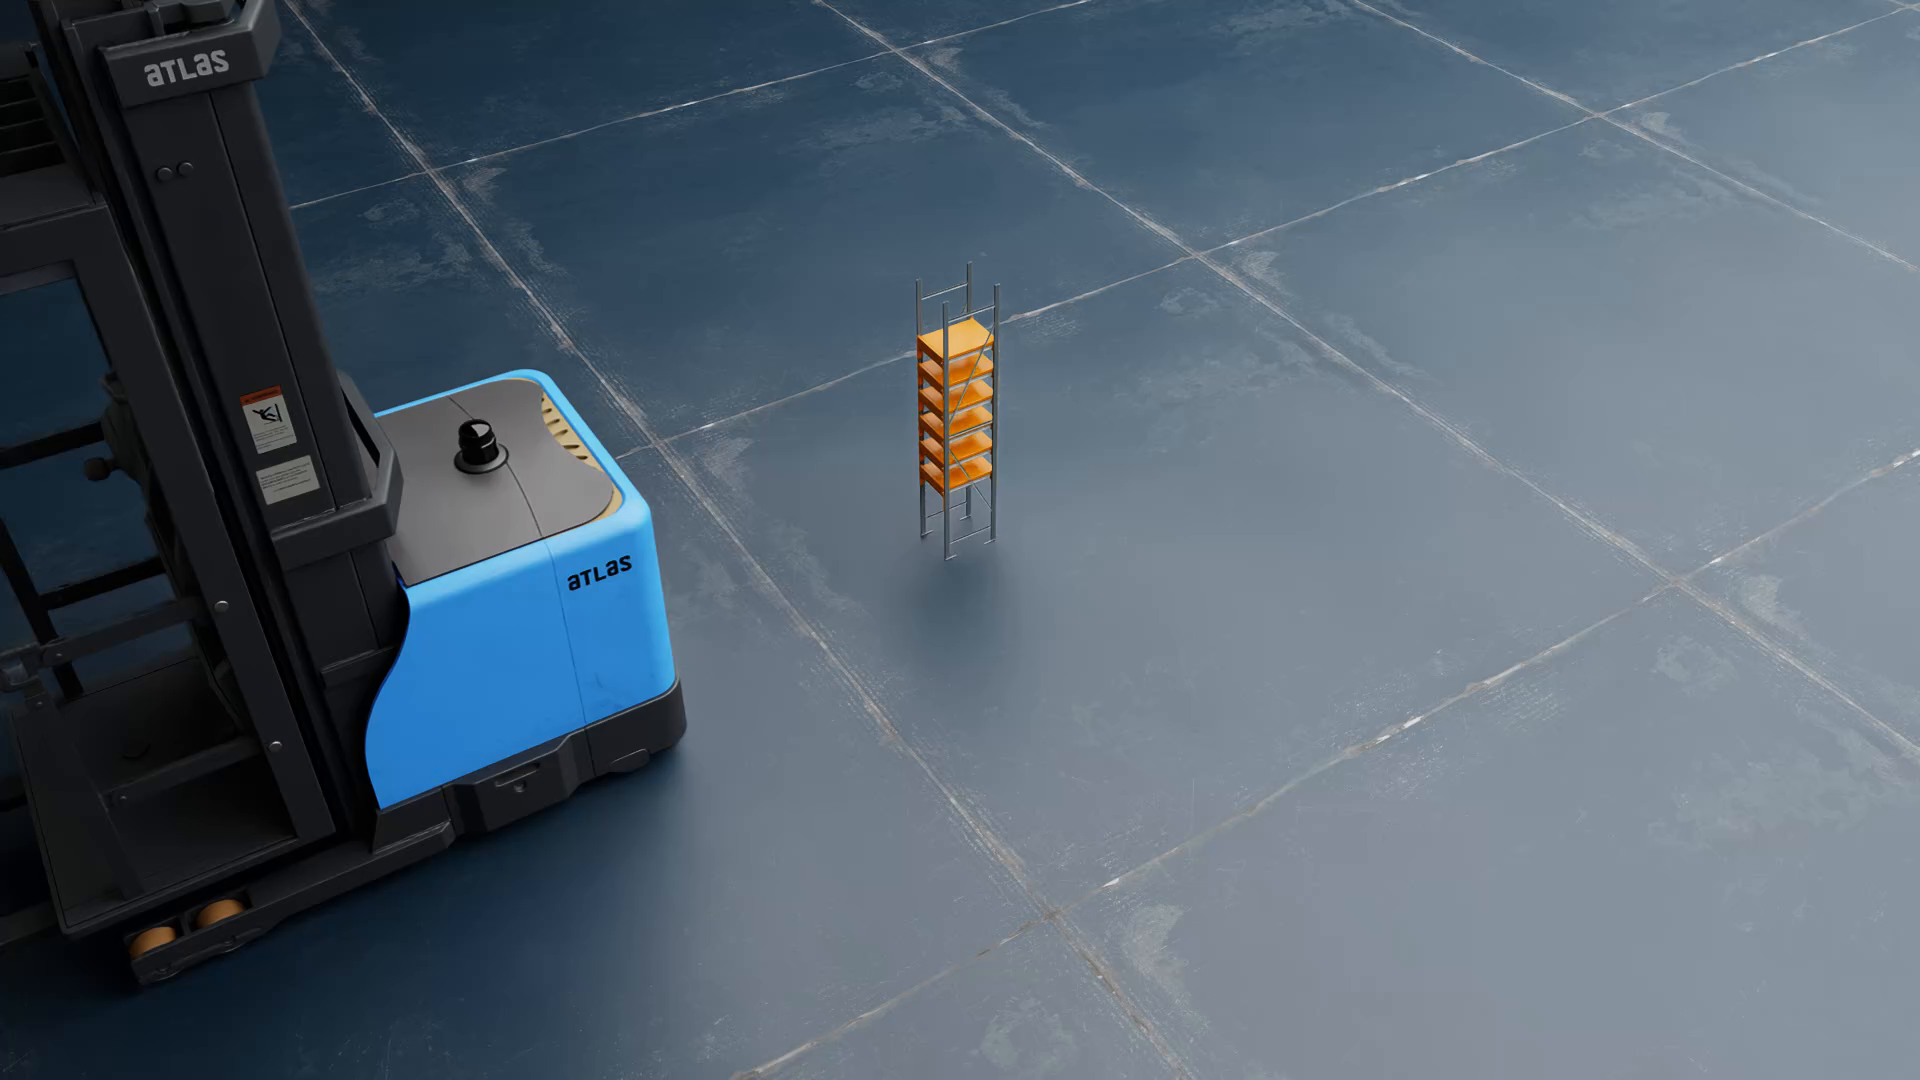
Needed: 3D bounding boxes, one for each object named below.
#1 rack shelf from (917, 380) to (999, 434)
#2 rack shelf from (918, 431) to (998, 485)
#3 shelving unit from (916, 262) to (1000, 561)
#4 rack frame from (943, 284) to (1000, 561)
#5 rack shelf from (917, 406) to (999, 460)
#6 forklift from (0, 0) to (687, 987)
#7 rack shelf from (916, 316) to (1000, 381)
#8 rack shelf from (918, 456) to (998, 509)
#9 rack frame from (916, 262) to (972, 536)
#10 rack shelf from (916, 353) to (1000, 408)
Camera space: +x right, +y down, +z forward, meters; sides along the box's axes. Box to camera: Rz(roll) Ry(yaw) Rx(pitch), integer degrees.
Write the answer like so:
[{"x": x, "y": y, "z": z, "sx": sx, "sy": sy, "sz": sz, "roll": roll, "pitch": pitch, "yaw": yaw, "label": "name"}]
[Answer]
[{"x": -0.008, "y": -0.527, "z": 6.327, "sx": 0.258, "sy": 0.103, "sz": 0.180, "roll": -22, "pitch": 45, "yaw": -24, "label": "rack shelf"}, {"x": -0.008, "y": -0.342, "z": 6.481, "sx": 0.258, "sy": 0.103, "sz": 0.180, "roll": -22, "pitch": 45, "yaw": -24, "label": "rack shelf"}, {"x": -0.008, "y": -0.469, "z": 6.375, "sx": 0.258, "sy": 1.200, "sz": 0.189, "roll": -22, "pitch": 45, "yaw": -24, "label": "shelving unit"}, {"x": 0.041, "y": -0.419, "z": 6.316, "sx": 0.240, "sy": 1.200, "sz": 0.006, "roll": -22, "pitch": 45, "yaw": -24, "label": "rack frame"}, {"x": -0.008, "y": -0.435, "z": 6.404, "sx": 0.258, "sy": 0.103, "sz": 0.180, "roll": -22, "pitch": 45, "yaw": -24, "label": "rack shelf"}, {"x": -2.483, "y": -0.160, "z": 4.653, "sx": 3.031, "sy": 2.935, "sz": 1.130, "roll": -22, "pitch": 44, "yaw": -24, "label": "forklift"}, {"x": -0.008, "y": -0.711, "z": 6.173, "sx": 0.258, "sy": 0.103, "sz": 0.180, "roll": -22, "pitch": 45, "yaw": -24, "label": "rack shelf"}, {"x": -0.008, "y": -0.250, "z": 6.557, "sx": 0.258, "sy": 0.103, "sz": 0.180, "roll": -22, "pitch": 45, "yaw": -24, "label": "rack shelf"}, {"x": -0.057, "y": -0.518, "z": 6.435, "sx": 0.240, "sy": 1.200, "sz": 0.006, "roll": -22, "pitch": 45, "yaw": -24, "label": "rack frame"}, {"x": -0.008, "y": -0.619, "z": 6.250, "sx": 0.258, "sy": 0.103, "sz": 0.180, "roll": -22, "pitch": 45, "yaw": -24, "label": "rack shelf"}]
